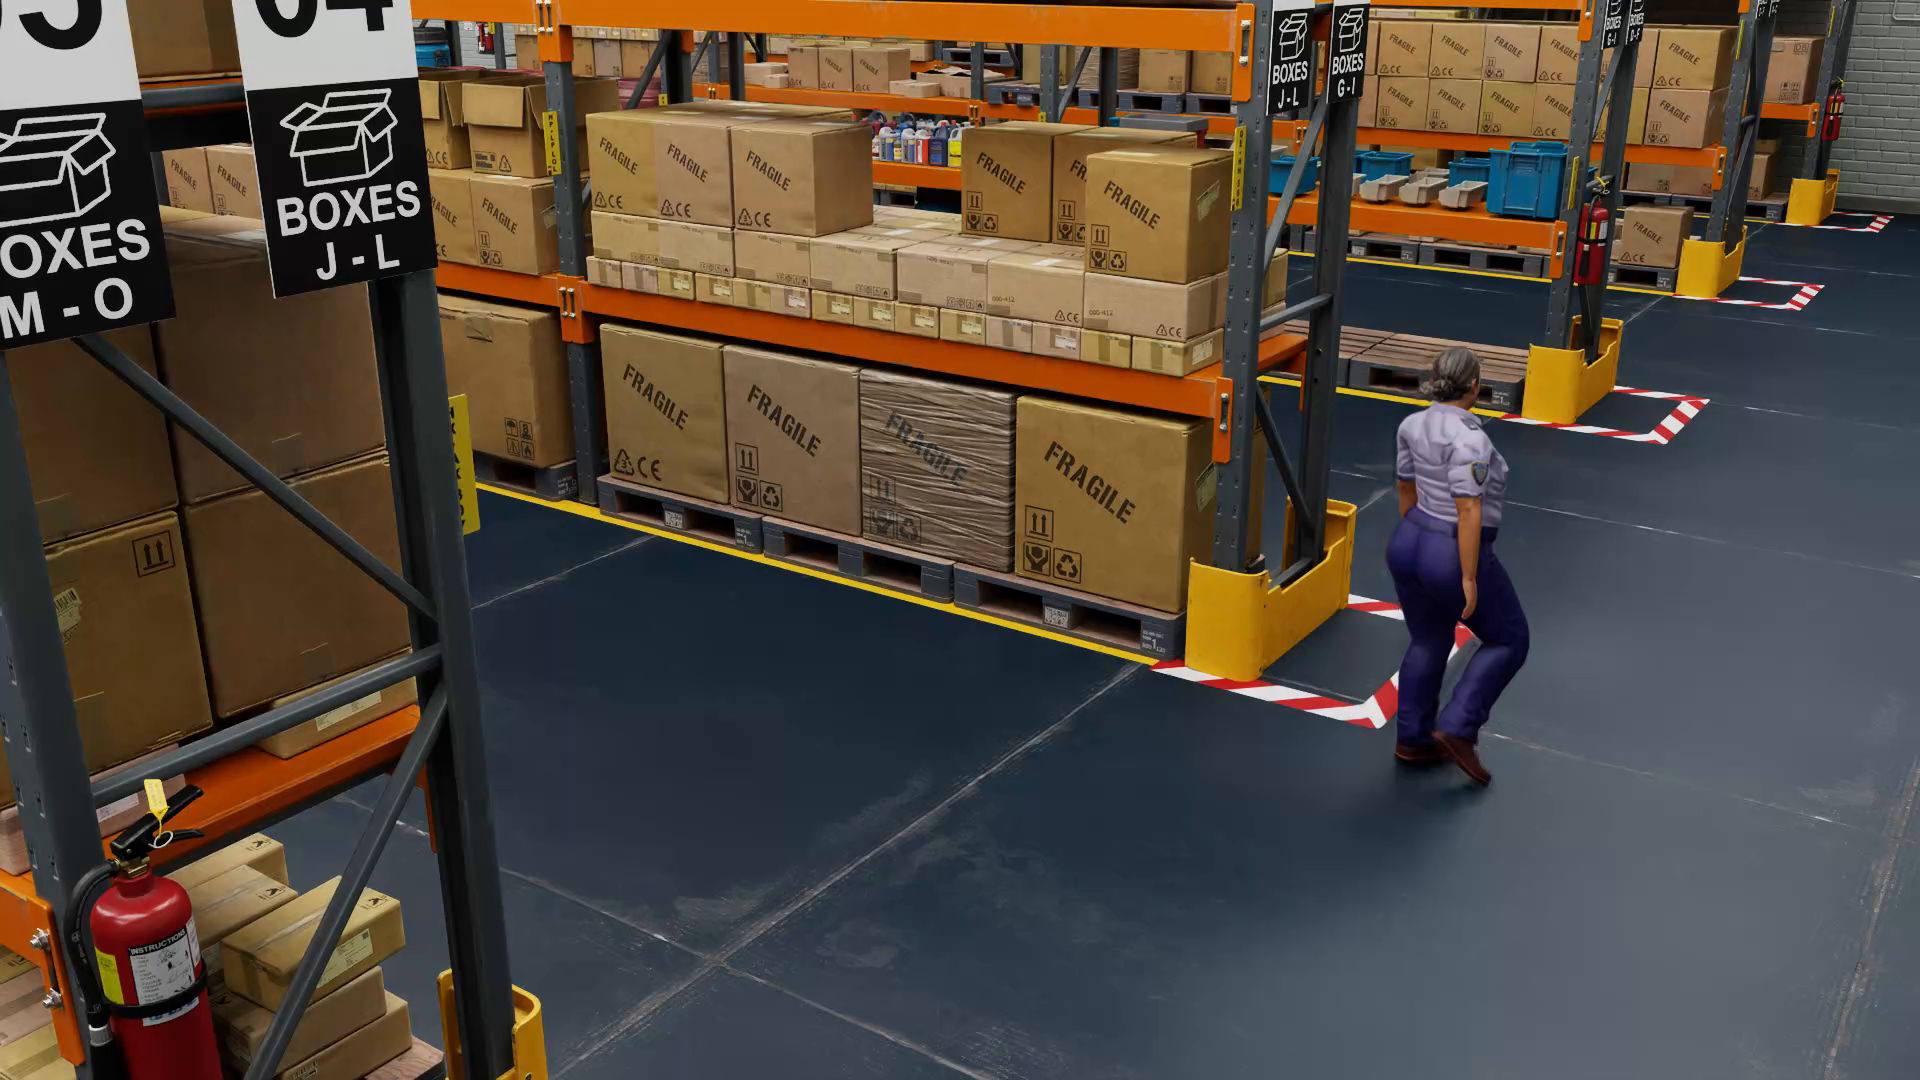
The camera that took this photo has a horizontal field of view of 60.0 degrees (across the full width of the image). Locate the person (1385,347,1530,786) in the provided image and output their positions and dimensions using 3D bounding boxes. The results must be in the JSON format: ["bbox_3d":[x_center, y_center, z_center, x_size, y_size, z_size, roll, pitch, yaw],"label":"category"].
[{"bbox_3d":[1.895,0.092,6.318,0.447,1.650,0.582,-8,21,-21],"label":"person"}]
